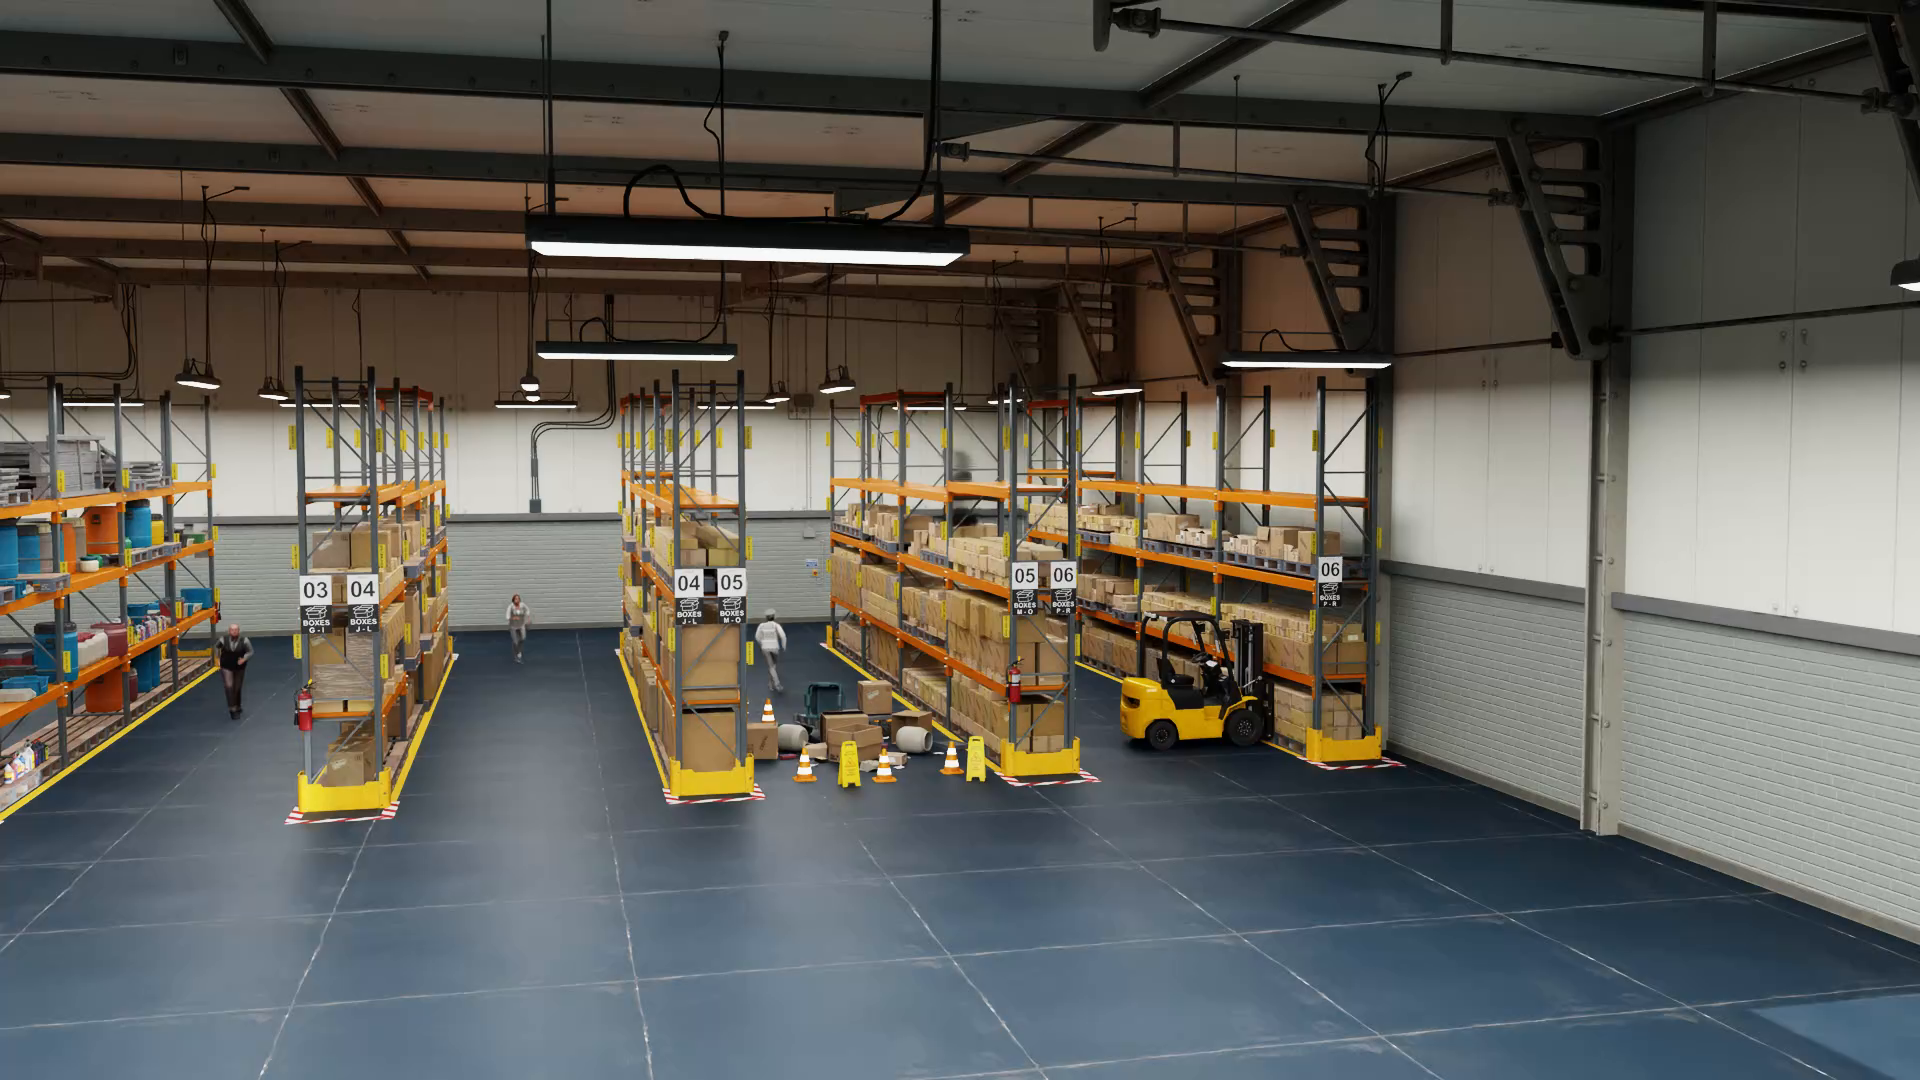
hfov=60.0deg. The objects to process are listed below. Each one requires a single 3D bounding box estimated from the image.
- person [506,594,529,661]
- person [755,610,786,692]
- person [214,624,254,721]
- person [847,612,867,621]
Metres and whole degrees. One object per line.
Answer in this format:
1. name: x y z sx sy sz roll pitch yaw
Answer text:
1. person: -9.909 1.978 37.318 0.570 1.550 0.722 -2 4 -27
2. person: -3.774 2.249 33.101 0.612 1.638 0.802 -1 3 -8
3. person: -13.125 2.354 30.081 0.658 1.731 0.950 -2 4 -25
4. person: -2.511 1.652 41.472 0.728 1.800 0.672 -1 4 -21
